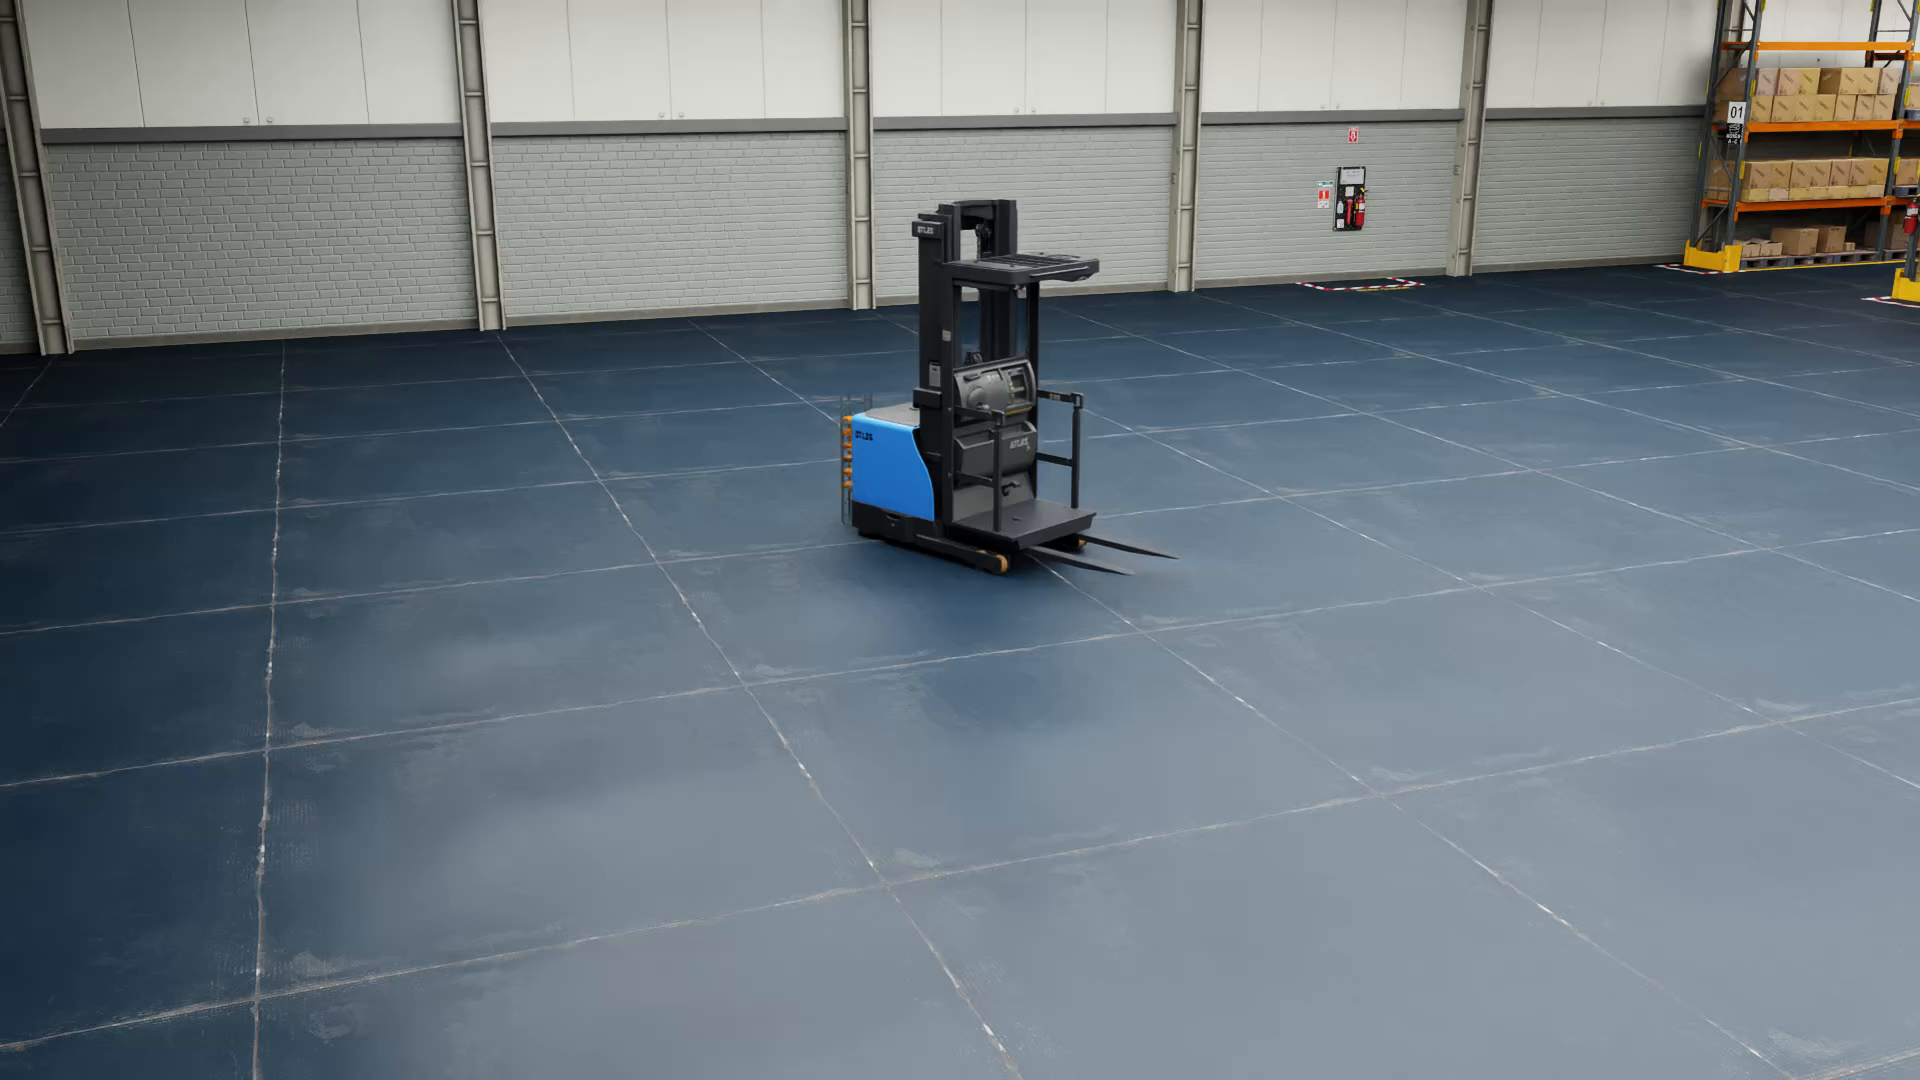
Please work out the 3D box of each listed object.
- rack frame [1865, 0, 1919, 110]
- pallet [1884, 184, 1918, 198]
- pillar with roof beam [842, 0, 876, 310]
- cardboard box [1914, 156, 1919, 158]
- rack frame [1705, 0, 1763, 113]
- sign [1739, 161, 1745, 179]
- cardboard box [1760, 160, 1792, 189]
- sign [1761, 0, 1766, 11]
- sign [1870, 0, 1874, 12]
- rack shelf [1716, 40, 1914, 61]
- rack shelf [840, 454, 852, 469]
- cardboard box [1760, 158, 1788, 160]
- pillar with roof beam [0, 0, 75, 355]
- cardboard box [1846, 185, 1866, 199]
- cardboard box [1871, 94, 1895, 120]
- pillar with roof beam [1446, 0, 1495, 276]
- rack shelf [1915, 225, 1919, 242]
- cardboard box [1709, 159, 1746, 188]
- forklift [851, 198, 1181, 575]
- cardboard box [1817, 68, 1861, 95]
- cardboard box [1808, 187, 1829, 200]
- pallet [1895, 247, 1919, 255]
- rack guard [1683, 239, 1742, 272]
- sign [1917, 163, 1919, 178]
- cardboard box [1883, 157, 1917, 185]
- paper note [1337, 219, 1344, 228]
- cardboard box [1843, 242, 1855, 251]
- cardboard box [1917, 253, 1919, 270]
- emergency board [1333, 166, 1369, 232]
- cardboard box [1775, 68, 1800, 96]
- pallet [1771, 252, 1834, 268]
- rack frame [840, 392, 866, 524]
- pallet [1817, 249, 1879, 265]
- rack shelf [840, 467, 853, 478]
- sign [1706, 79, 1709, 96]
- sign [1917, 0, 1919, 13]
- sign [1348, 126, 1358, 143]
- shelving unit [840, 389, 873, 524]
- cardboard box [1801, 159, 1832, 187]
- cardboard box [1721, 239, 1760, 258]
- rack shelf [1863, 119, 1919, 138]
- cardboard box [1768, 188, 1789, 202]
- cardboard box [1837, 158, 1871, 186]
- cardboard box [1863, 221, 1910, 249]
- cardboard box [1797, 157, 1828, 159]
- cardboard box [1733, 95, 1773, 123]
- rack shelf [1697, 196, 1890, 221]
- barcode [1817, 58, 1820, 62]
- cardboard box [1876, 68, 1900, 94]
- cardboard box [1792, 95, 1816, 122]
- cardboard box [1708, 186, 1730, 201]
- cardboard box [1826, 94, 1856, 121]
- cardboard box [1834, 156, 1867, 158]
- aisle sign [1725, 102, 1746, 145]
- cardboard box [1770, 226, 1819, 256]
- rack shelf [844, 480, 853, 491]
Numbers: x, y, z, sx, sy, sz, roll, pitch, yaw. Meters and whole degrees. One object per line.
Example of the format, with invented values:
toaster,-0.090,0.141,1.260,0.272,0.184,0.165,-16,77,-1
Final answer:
rack frame,18.558,-10.115,33.071,0.127,3.000,1.000,-6,17,-20
pallet,19.324,-7.183,34.076,1.213,0.211,1.003,-6,17,-20
pillar with roof beam,-0.100,-7.062,22.676,0.400,9.000,9.100,-6,17,-20
cardboard box,20.174,-7.667,34.424,0.500,0.500,0.700,-4,17,-12
rack frame,14.823,-9.712,31.698,0.127,3.000,1.000,-6,17,-20
sign,15.018,-7.106,31.935,0.005,0.325,0.100,-6,17,-20
cardboard box,15.842,-7.147,32.511,0.500,0.500,0.500,-6,17,-20
sign,15.017,-10.055,31.069,0.005,0.325,0.100,-6,17,-20
sign,18.354,-10.784,33.413,0.005,0.325,0.100,-6,17,-20
rack shelf,16.691,-9.566,32.487,4.000,0.370,1.077,-6,17,-20
rack shelf,-0.927,-0.700,14.997,0.258,0.103,0.180,5,15,16
cardboard box,16.142,-7.335,33.154,0.500,0.500,0.500,-7,18,-22
pillar with roof beam,-11.306,-5.852,18.557,0.400,9.000,9.100,-6,17,-20
cardboard box,17.756,-6.998,33.337,0.500,0.250,0.500,-6,17,-20
cardboard box,18.173,-8.617,33.081,0.500,0.500,0.500,-6,17,-19
pillar with roof beam,11.105,-8.272,26.796,0.400,9.000,9.100,-6,17,-20
rack shelf,18.467,-5.387,28.894,4.000,0.370,1.077,-6,17,-20
cardboard box,15.187,-7.234,32.808,0.500,0.500,0.500,-6,18,-21
forklift,0.452,-1.286,13.774,3.031,2.935,1.130,15,22,41
cardboard box,17.196,-8.978,32.535,0.500,0.500,0.500,-7,18,-22
cardboard box,16.823,-6.893,32.977,0.500,0.250,0.500,-6,17,-20
pallet,20.426,-6.101,35.001,1.213,0.211,1.003,-6,17,-20
rack guard,14.894,-5.641,32.922,0.348,0.500,1.175,-6,17,-20
sign,16.418,-6.343,28.401,0.005,0.325,0.100,-6,17,-20
cardboard box,19.046,-7.538,33.985,0.500,0.500,0.700,-6,17,-20
paper note,7.053,-5.865,30.810,0.142,0.148,0.016,-6,17,-20
cardboard box,18.070,-6.026,34.043,0.250,0.166,0.380,-9,18,-27
cardboard box,16.994,-4.904,28.780,0.500,0.500,0.500,-6,17,-20
emergency board,7.243,-6.287,30.685,0.643,1.169,0.194,-6,17,-20
cardboard box,15.756,-8.822,32.005,0.500,0.500,0.500,-6,18,-21
pallet,16.803,-5.697,33.625,1.213,0.211,1.003,-6,17,-20
rack frame,-0.953,-0.722,14.901,0.240,1.200,0.006,5,15,16
pallet,17.944,-5.821,34.047,1.213,0.211,1.003,-6,17,-20
rack shelf,-0.928,-0.584,15.026,0.258,0.103,0.180,5,15,16
sign,14.643,-8.845,32.500,0.005,0.325,0.100,-6,17,-20
sign,18.735,-10.456,32.436,0.005,0.325,0.100,-6,17,-20
sign,7.200,-7.425,30.444,0.199,0.298,0.001,-6,17,-20
shelving unit,-0.926,-0.743,14.986,0.258,1.200,0.189,5,15,16
cardboard box,16.804,-7.252,32.871,0.500,0.500,0.500,-6,17,-18
cardboard box,15.501,-5.800,33.017,0.500,0.311,0.500,-8,18,-26
rack shelf,20.426,-8.532,34.282,4.000,0.370,1.077,-6,17,-20
cardboard box,15.872,-6.792,32.636,0.500,0.250,0.500,-7,18,-22
cardboard box,17.764,-7.353,33.213,0.500,0.500,0.500,-6,17,-20
cardboard box,19.240,-6.327,34.475,0.500,0.500,0.700,-6,17,-18
cardboard box,17.093,-7.441,33.515,0.500,0.500,0.500,-6,17,-19
cardboard box,15.225,-8.298,31.995,0.500,0.500,0.500,-6,17,-19
rack shelf,16.691,-6.690,33.331,4.000,0.370,1.077,-6,17,-20
barcode,17.107,-9.560,33.134,0.075,0.075,0.001,-6,17,-20
cardboard box,18.188,-9.091,32.921,0.500,0.500,0.500,-8,18,-25
cardboard box,16.223,-8.396,32.329,0.500,0.500,0.500,-5,17,-18
cardboard box,15.190,-6.869,32.896,0.500,0.250,0.500,-6,17,-19
cardboard box,17.195,-8.504,32.696,0.500,0.500,0.500,-7,18,-22
cardboard box,18.045,-7.541,33.855,0.500,0.500,0.500,-7,18,-21
aisle sign,14.863,-7.994,31.884,0.004,0.787,0.394,-6,17,-20
cardboard box,16.737,-6.009,33.393,0.500,0.500,0.700,-7,18,-24
rack shelf,-0.929,-0.467,15.056,0.258,0.103,0.180,5,15,16
